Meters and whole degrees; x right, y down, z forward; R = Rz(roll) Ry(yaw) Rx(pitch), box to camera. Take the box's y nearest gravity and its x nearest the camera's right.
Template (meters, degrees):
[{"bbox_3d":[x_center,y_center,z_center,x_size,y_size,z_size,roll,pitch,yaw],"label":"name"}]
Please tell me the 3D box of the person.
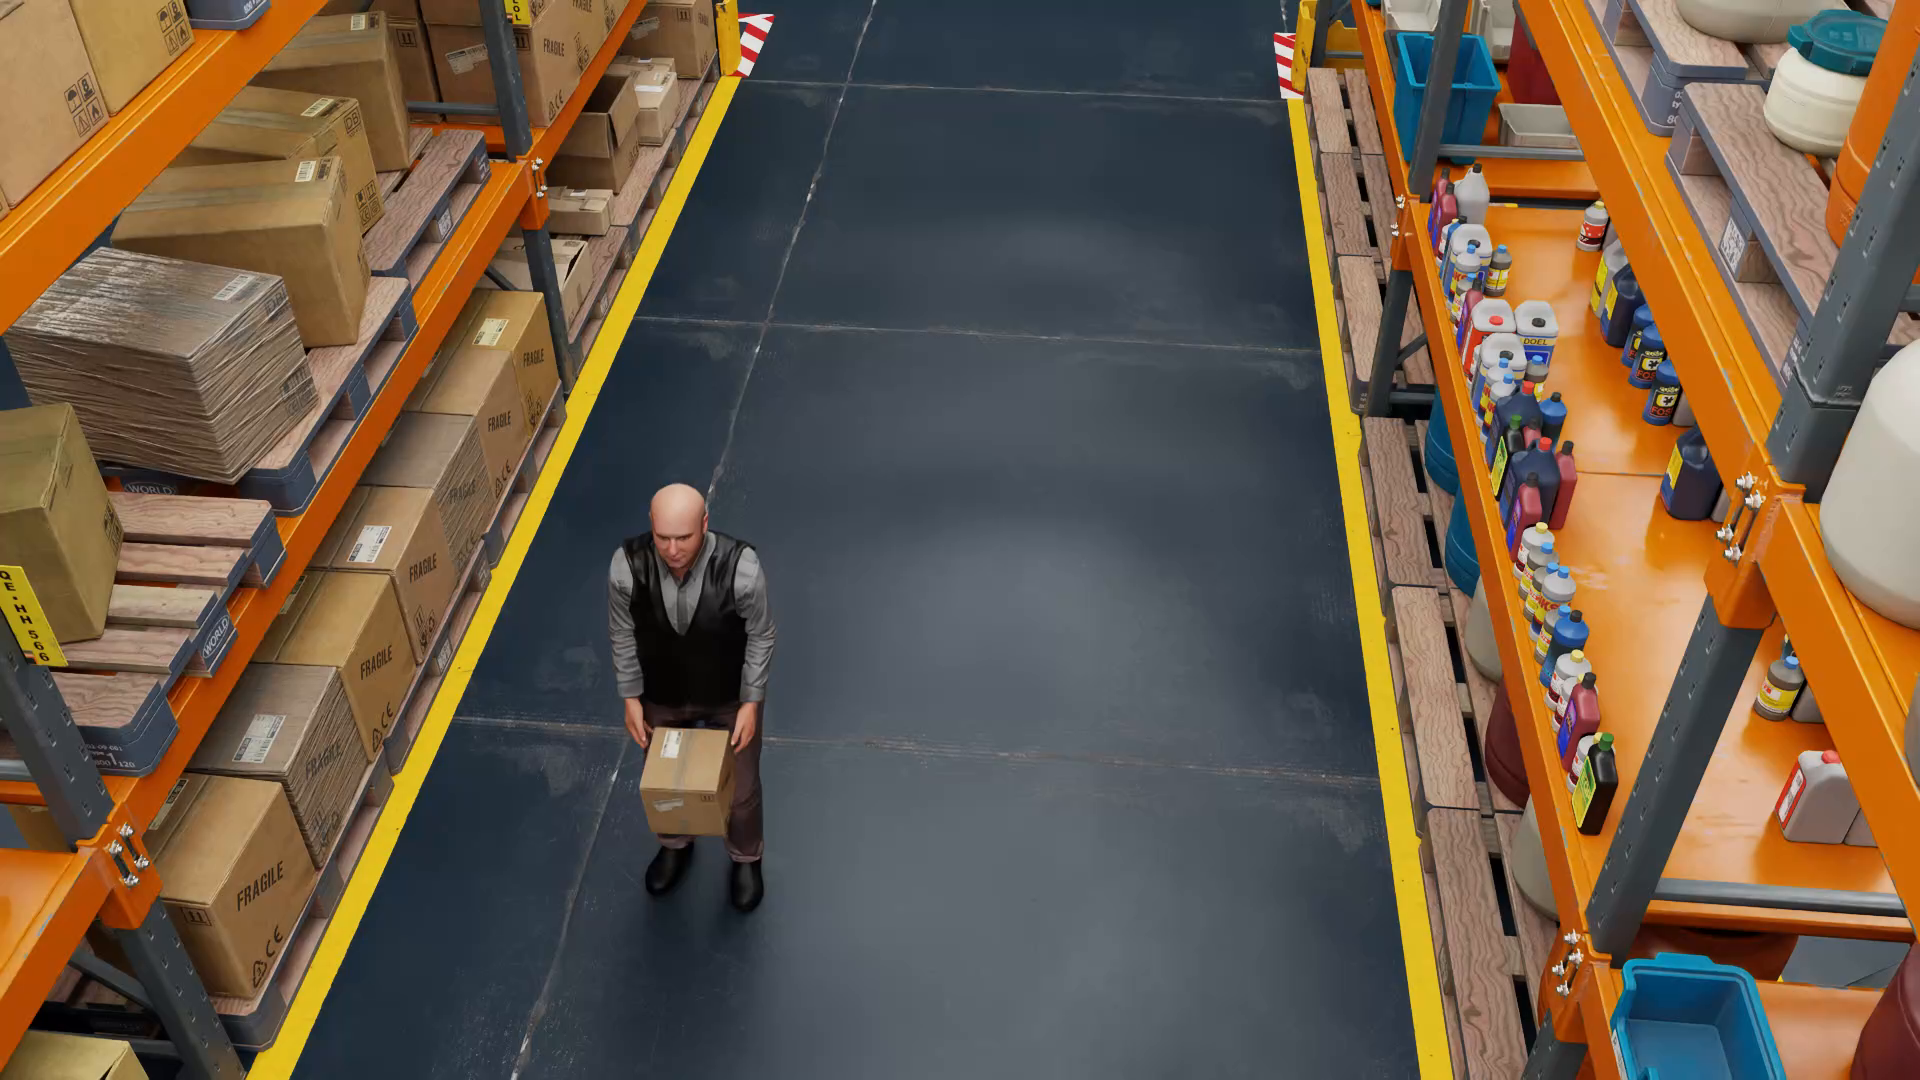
[{"bbox_3d":[-0.868,0.517,5.550,0.551,1.727,0.470,2,40,3],"label":"person"}]
